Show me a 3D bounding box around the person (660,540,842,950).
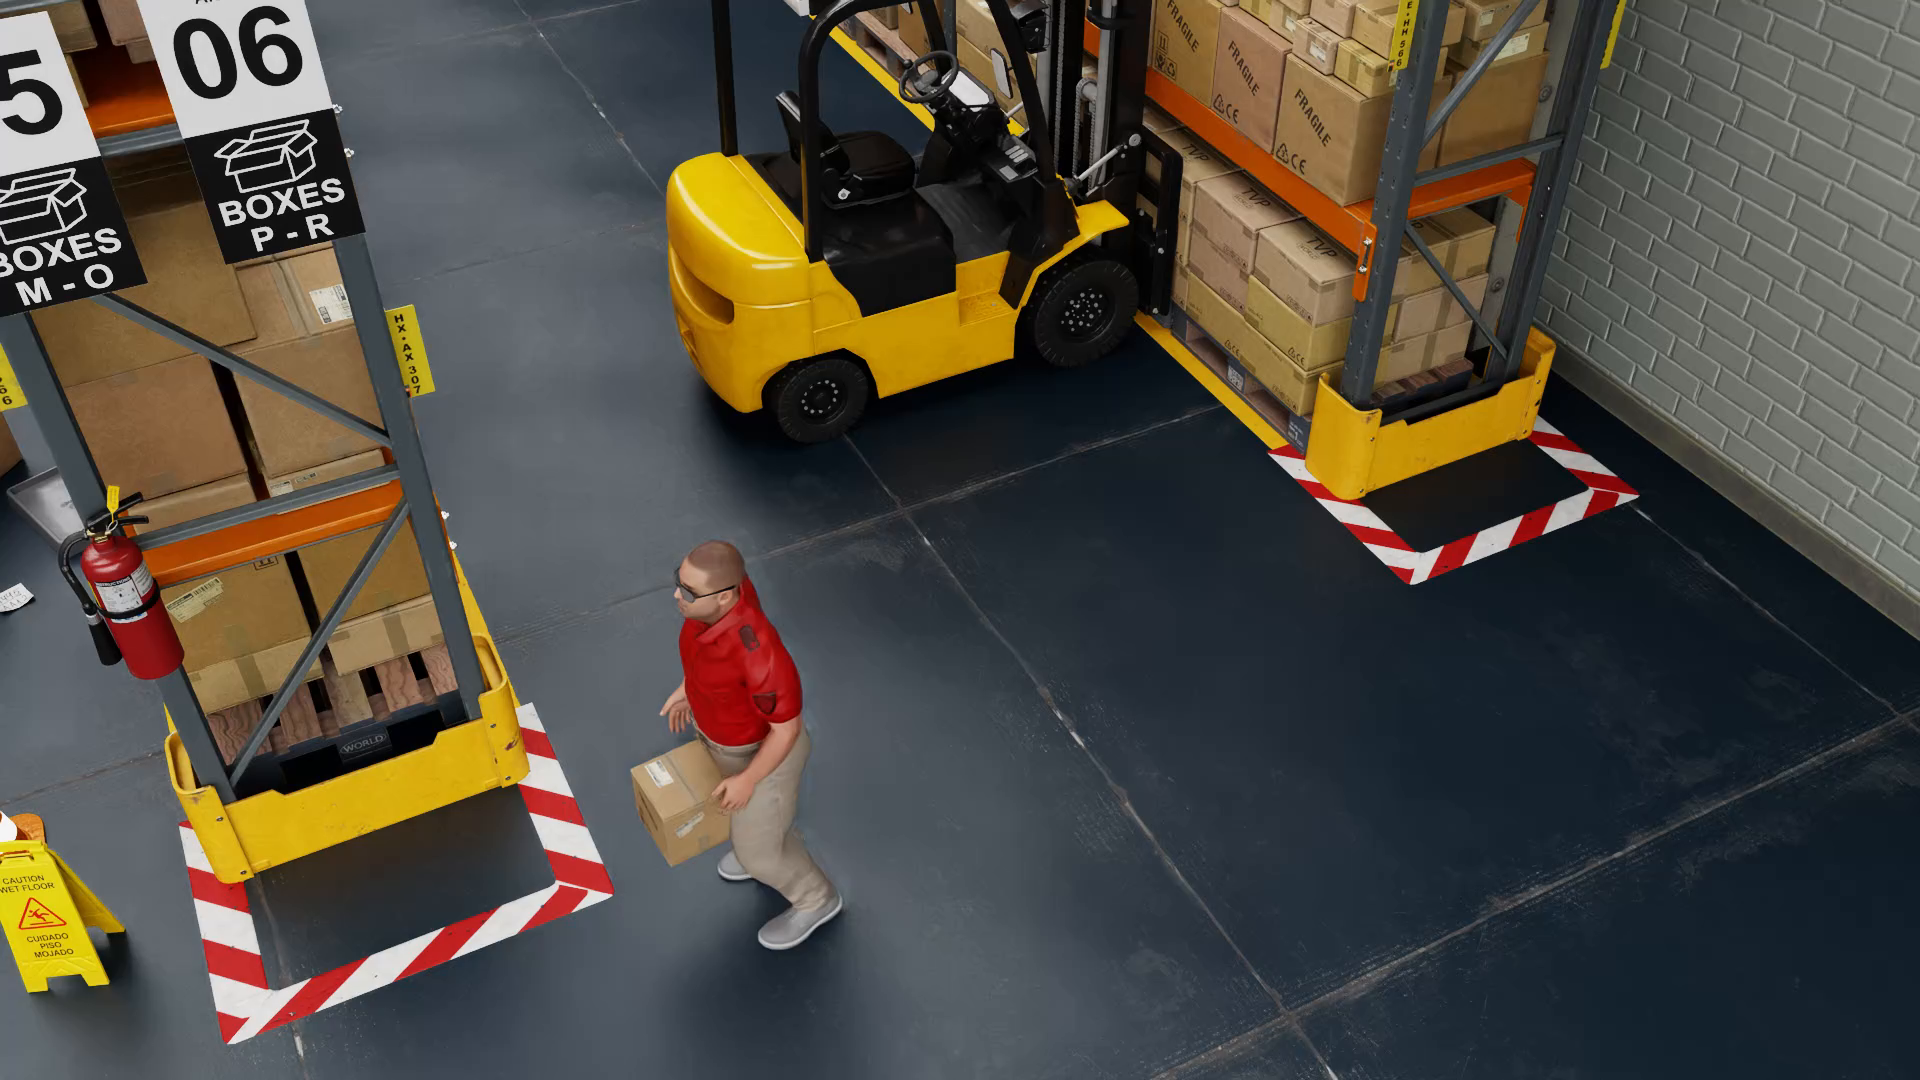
[{"bbox_3d":[-0.695,0.650,5.443,0.458,1.703,0.629,-17,44,-19],"label":"person"}]
